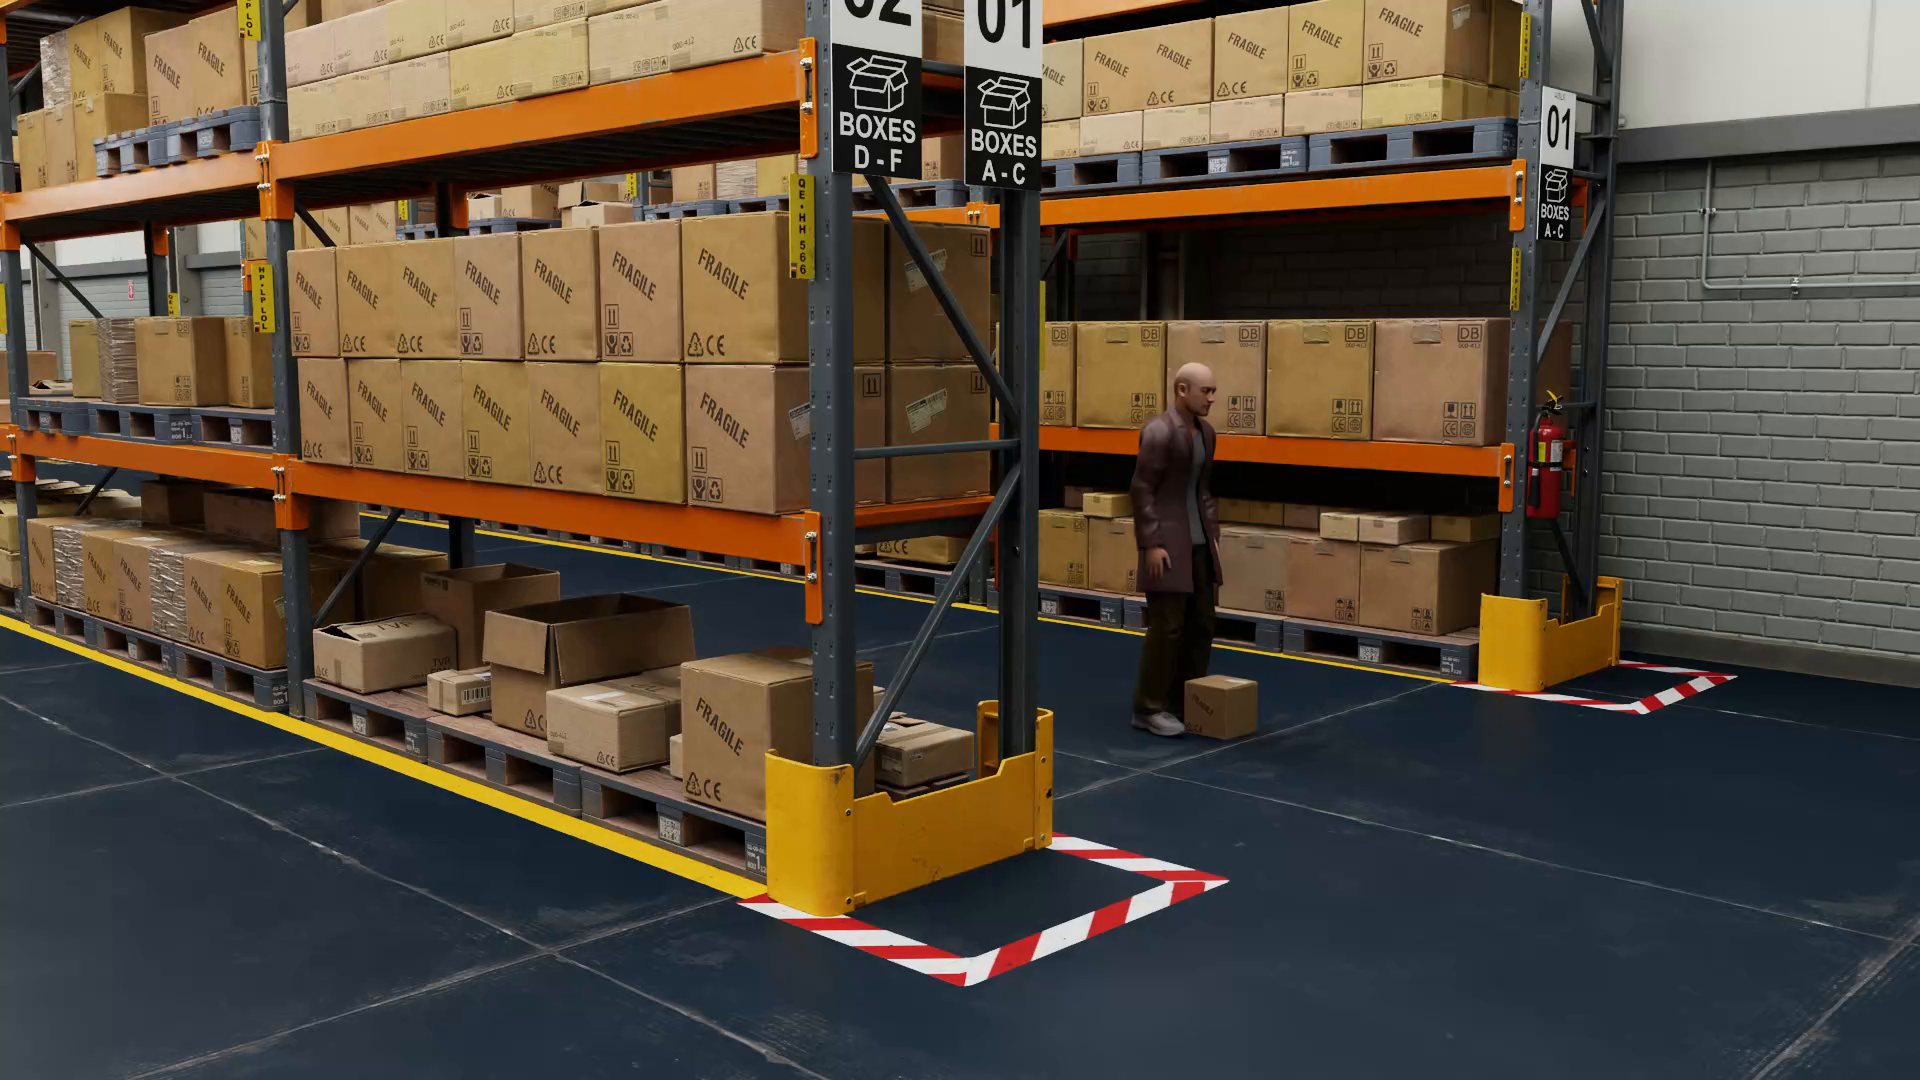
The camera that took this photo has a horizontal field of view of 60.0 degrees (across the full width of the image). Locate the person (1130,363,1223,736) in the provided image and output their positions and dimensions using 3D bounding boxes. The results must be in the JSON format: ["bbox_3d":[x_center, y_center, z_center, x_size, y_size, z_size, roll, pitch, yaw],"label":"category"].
[{"bbox_3d":[1.072,0.118,8.096,0.428,1.590,0.638,6,9,41],"label":"person"}]
